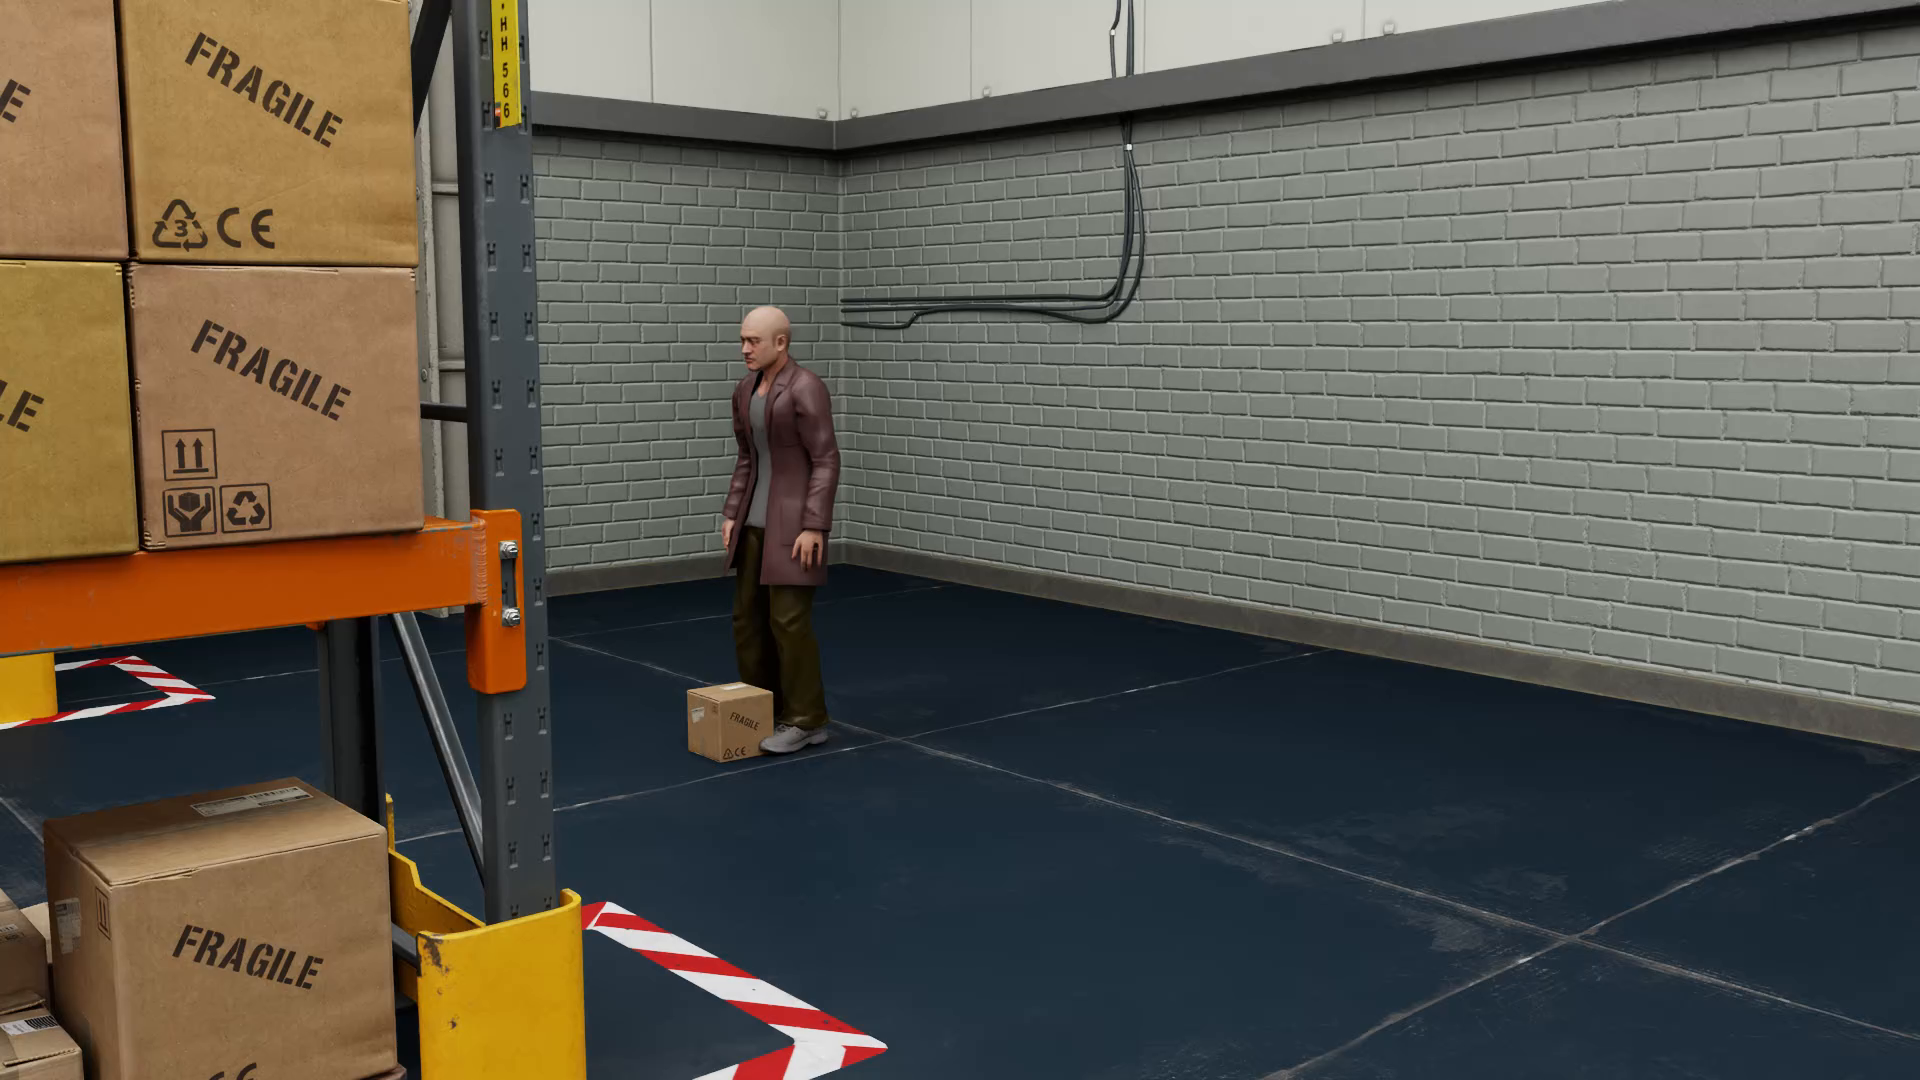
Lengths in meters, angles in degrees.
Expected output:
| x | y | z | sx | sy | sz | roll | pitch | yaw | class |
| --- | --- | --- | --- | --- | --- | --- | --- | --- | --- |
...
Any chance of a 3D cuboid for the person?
| x | y | z | sx | sy | sz | roll | pitch | yaw | class |
| --- | --- | --- | --- | --- | --- | --- | --- | --- | --- |
| -0.737 | -0.050 | 6.727 | 0.417 | 1.773 | 0.651 | -7 | 10 | -42 | person |
